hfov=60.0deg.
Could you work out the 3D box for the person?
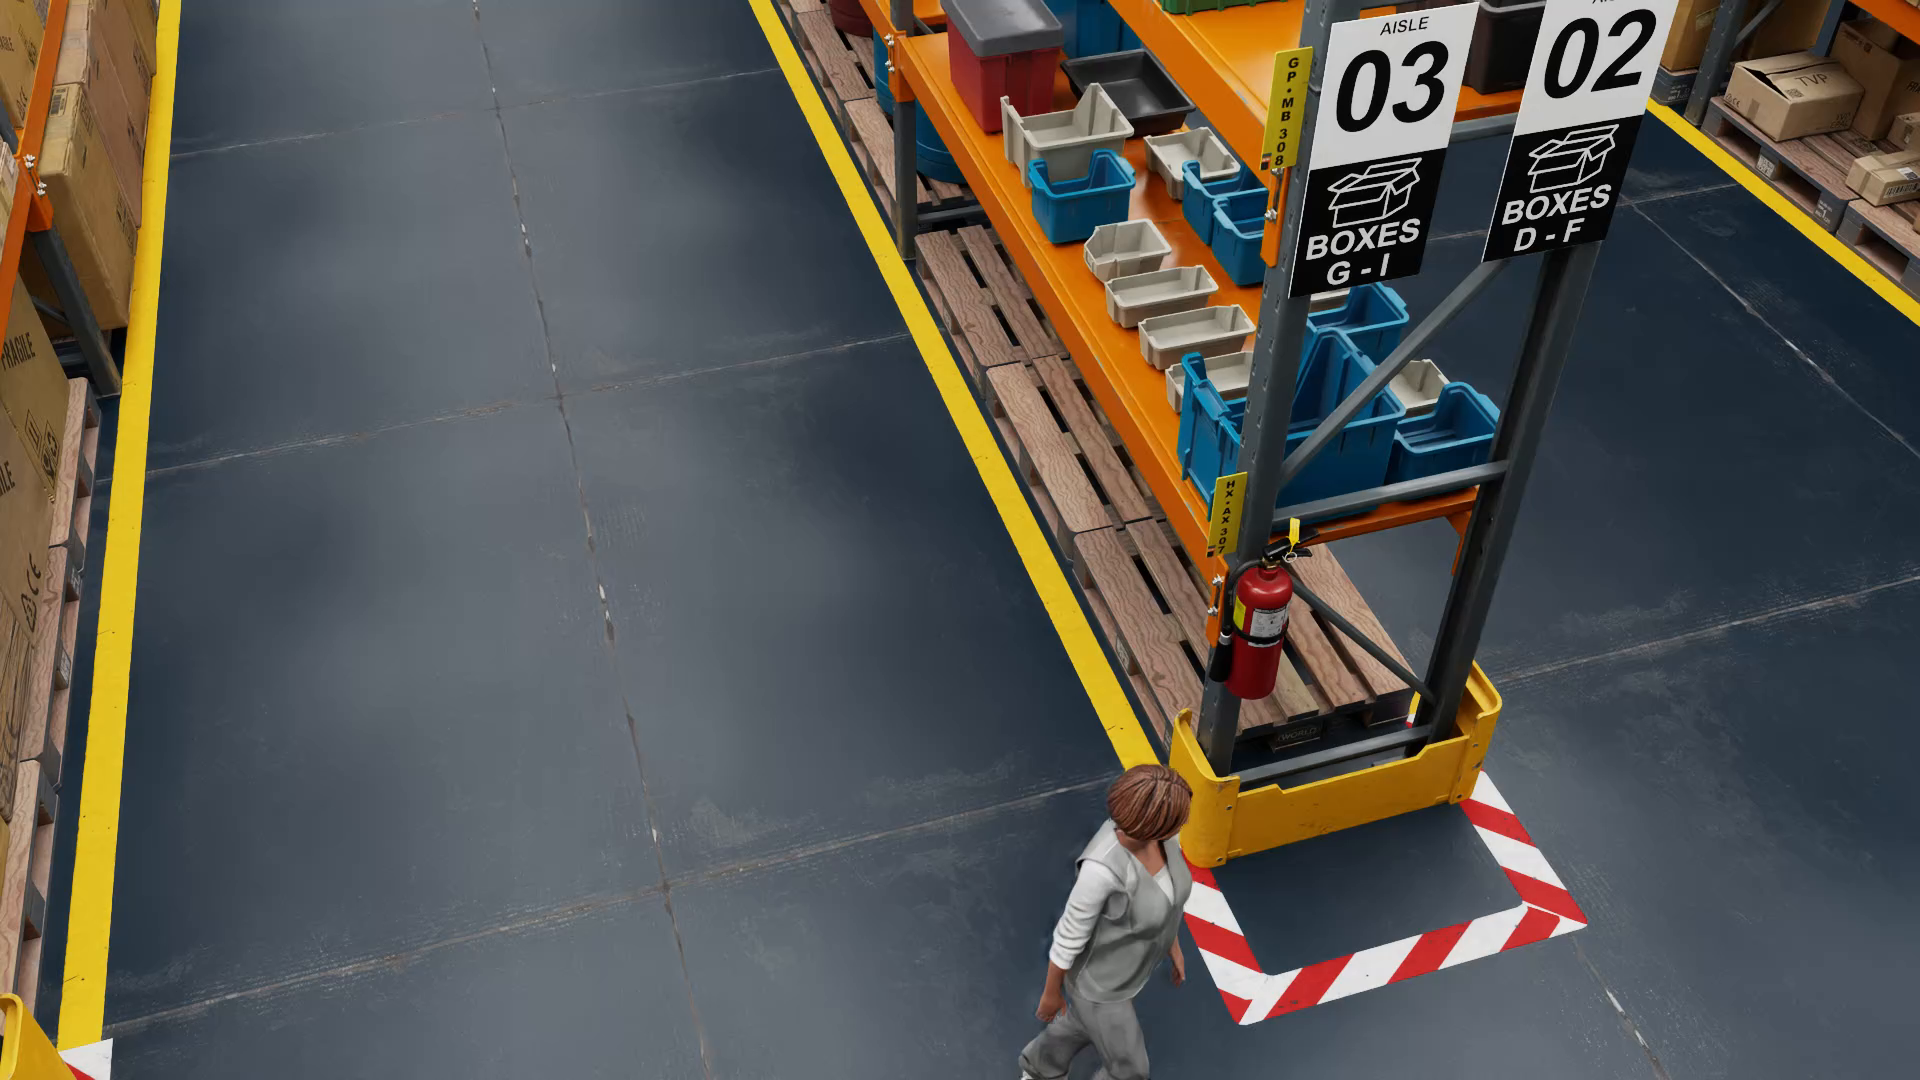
[{"bbox_3d":[0.438,1.265,4.833,0.538,1.630,0.509,25,48,24],"label":"person"}]
